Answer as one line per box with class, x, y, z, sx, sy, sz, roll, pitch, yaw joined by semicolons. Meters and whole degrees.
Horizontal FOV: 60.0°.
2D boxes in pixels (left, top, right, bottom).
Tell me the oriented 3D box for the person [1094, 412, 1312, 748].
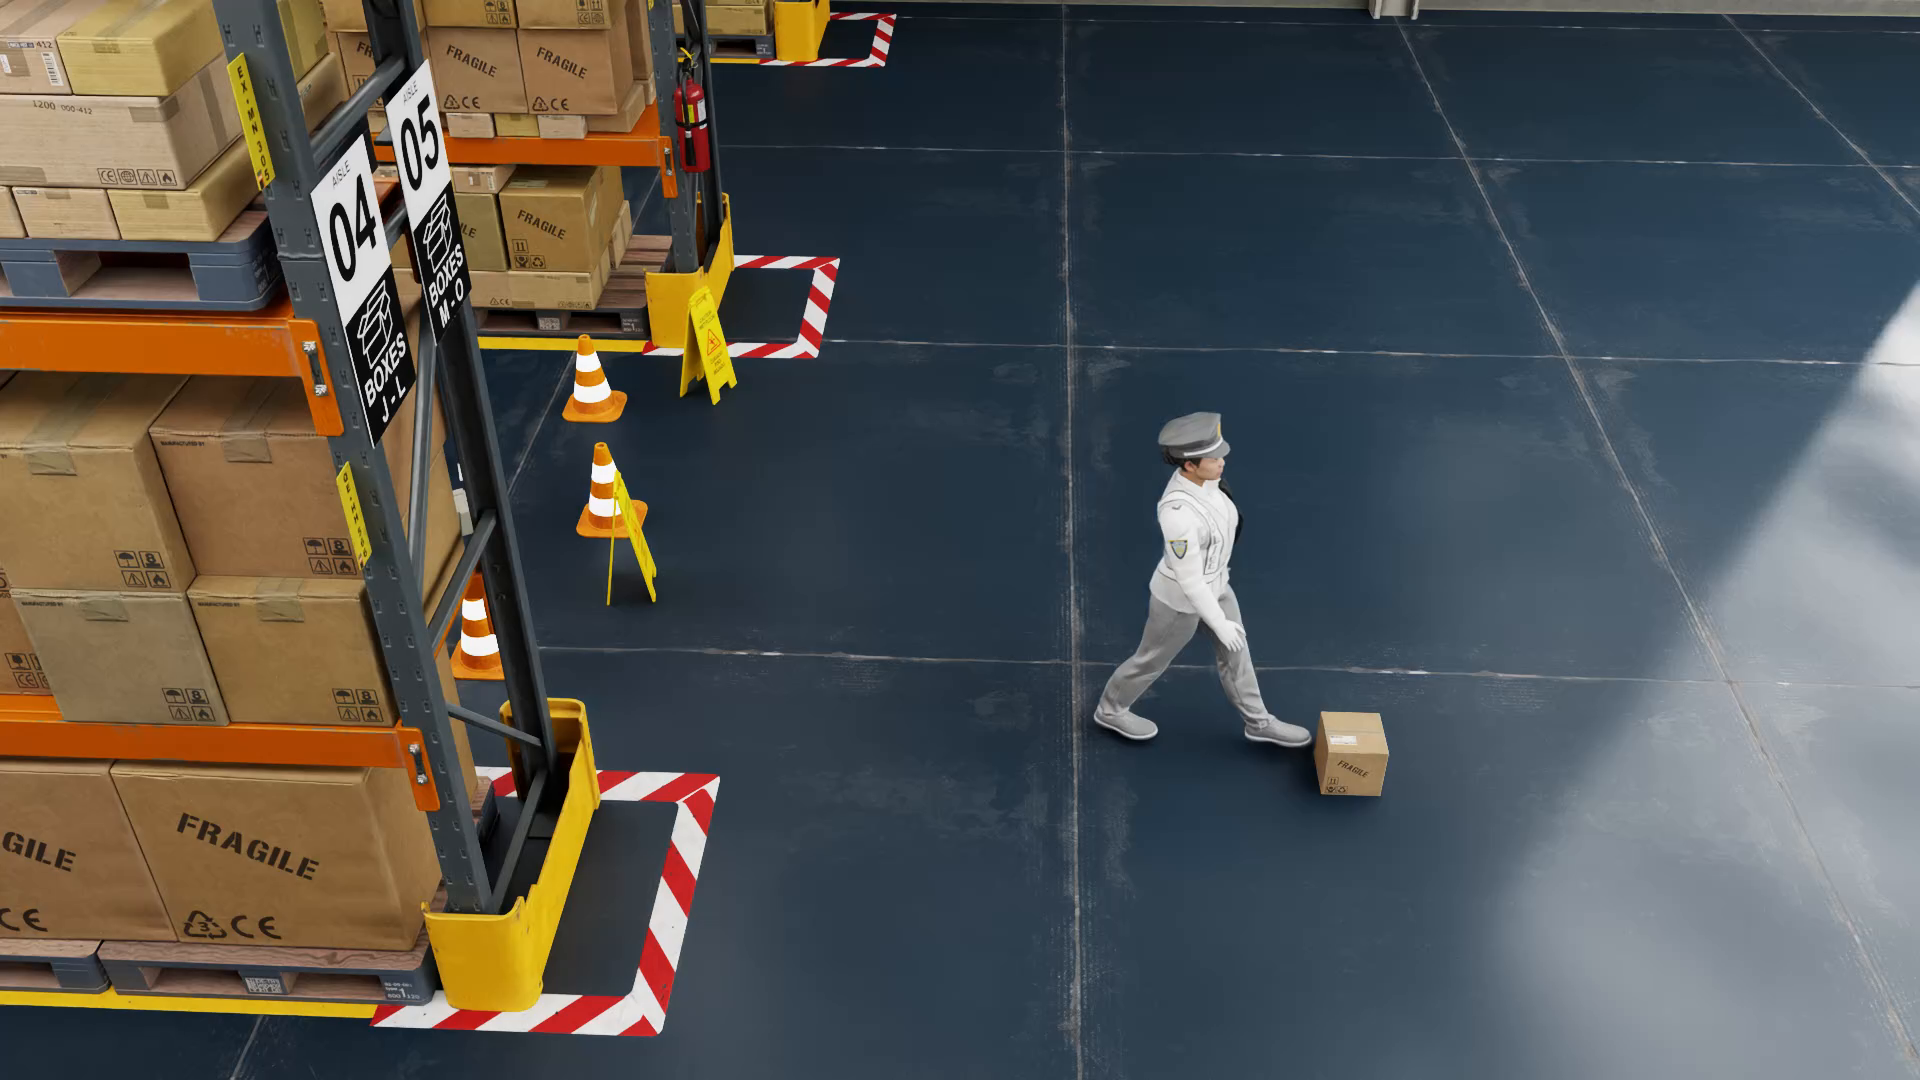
person;1.030;0.224;6.772;0.917;1.641;0.522;16;39;21
